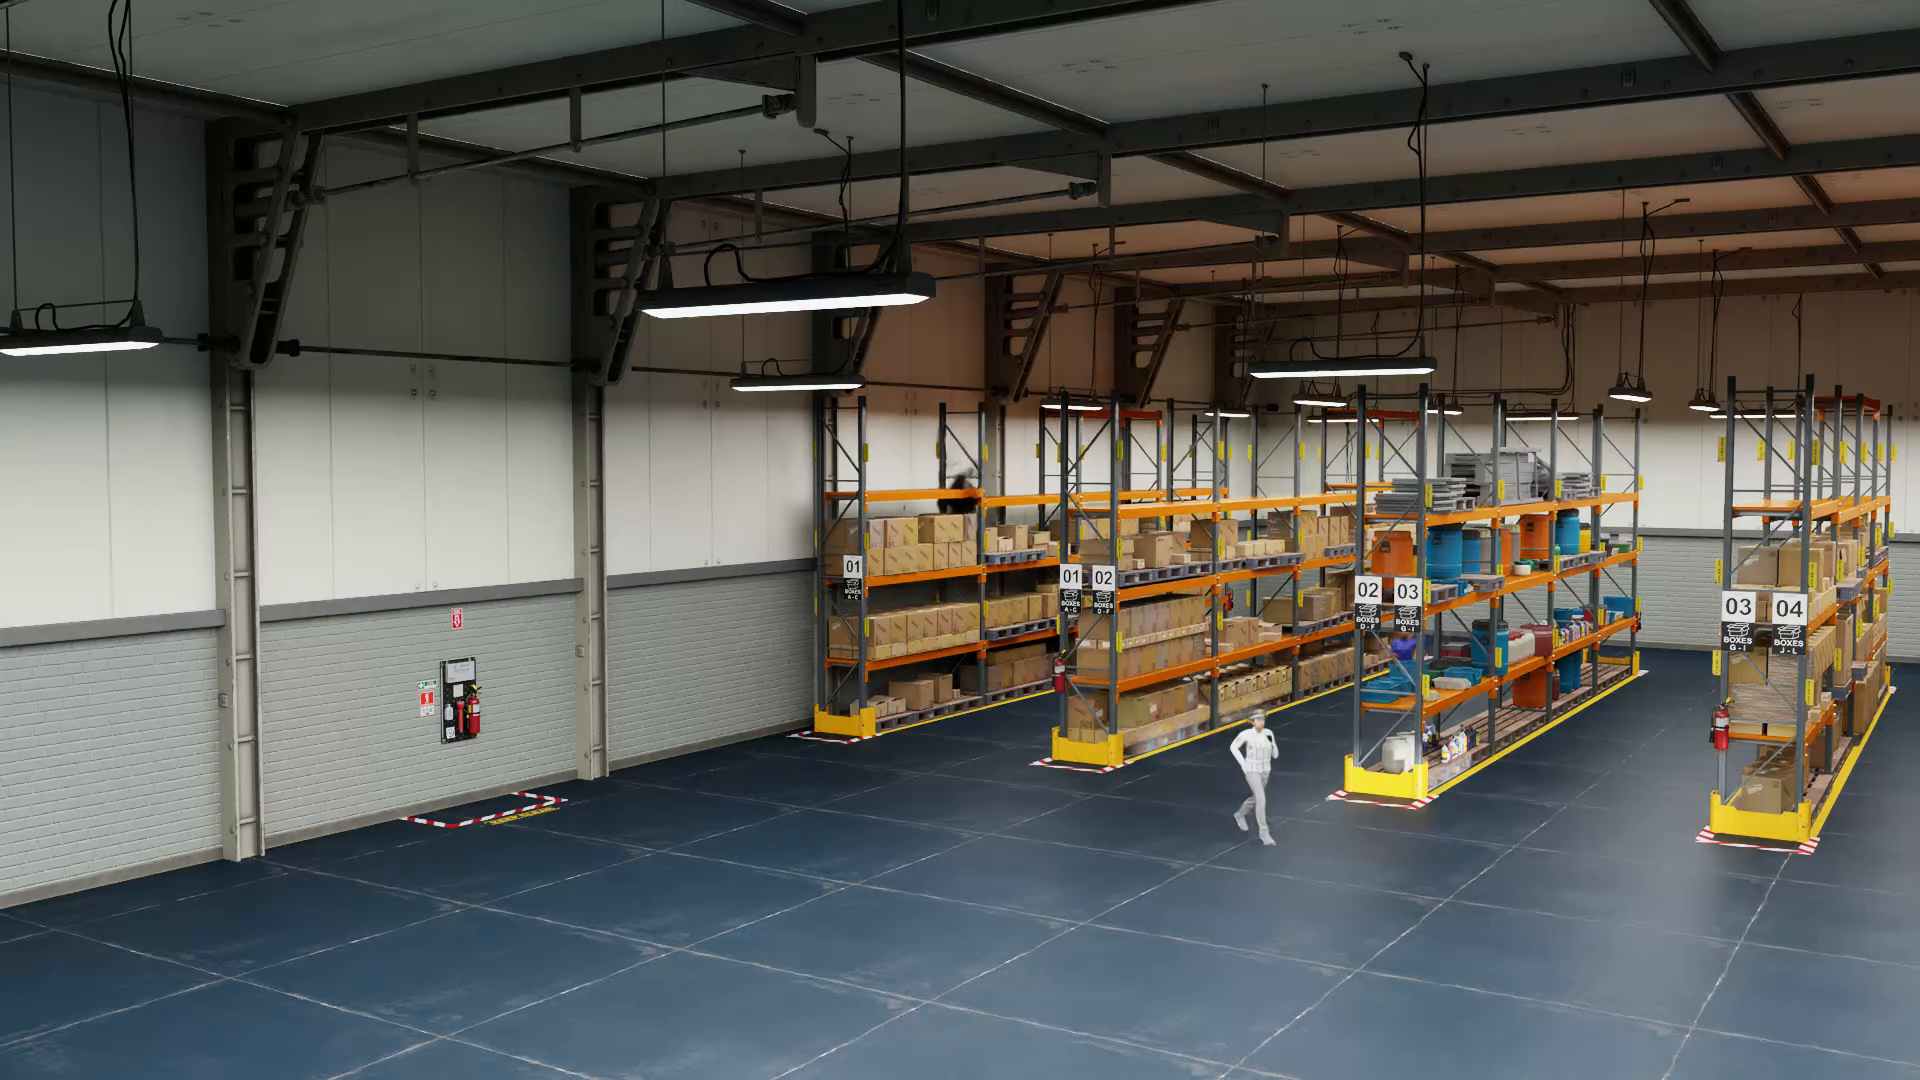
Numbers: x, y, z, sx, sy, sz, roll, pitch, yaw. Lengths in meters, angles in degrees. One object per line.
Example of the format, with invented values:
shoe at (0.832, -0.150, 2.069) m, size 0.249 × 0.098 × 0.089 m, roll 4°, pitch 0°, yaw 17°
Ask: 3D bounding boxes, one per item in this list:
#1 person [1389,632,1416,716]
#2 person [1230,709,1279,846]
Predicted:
person at (8.517, 2.481, 31.868) m, size 0.569 × 1.669 × 0.932 m, roll 1°, pitch 3°, yaw 24°
person at (3.859, 3.023, 21.543) m, size 0.596 × 1.723 × 0.849 m, roll -1°, pitch 3°, yaw -26°
